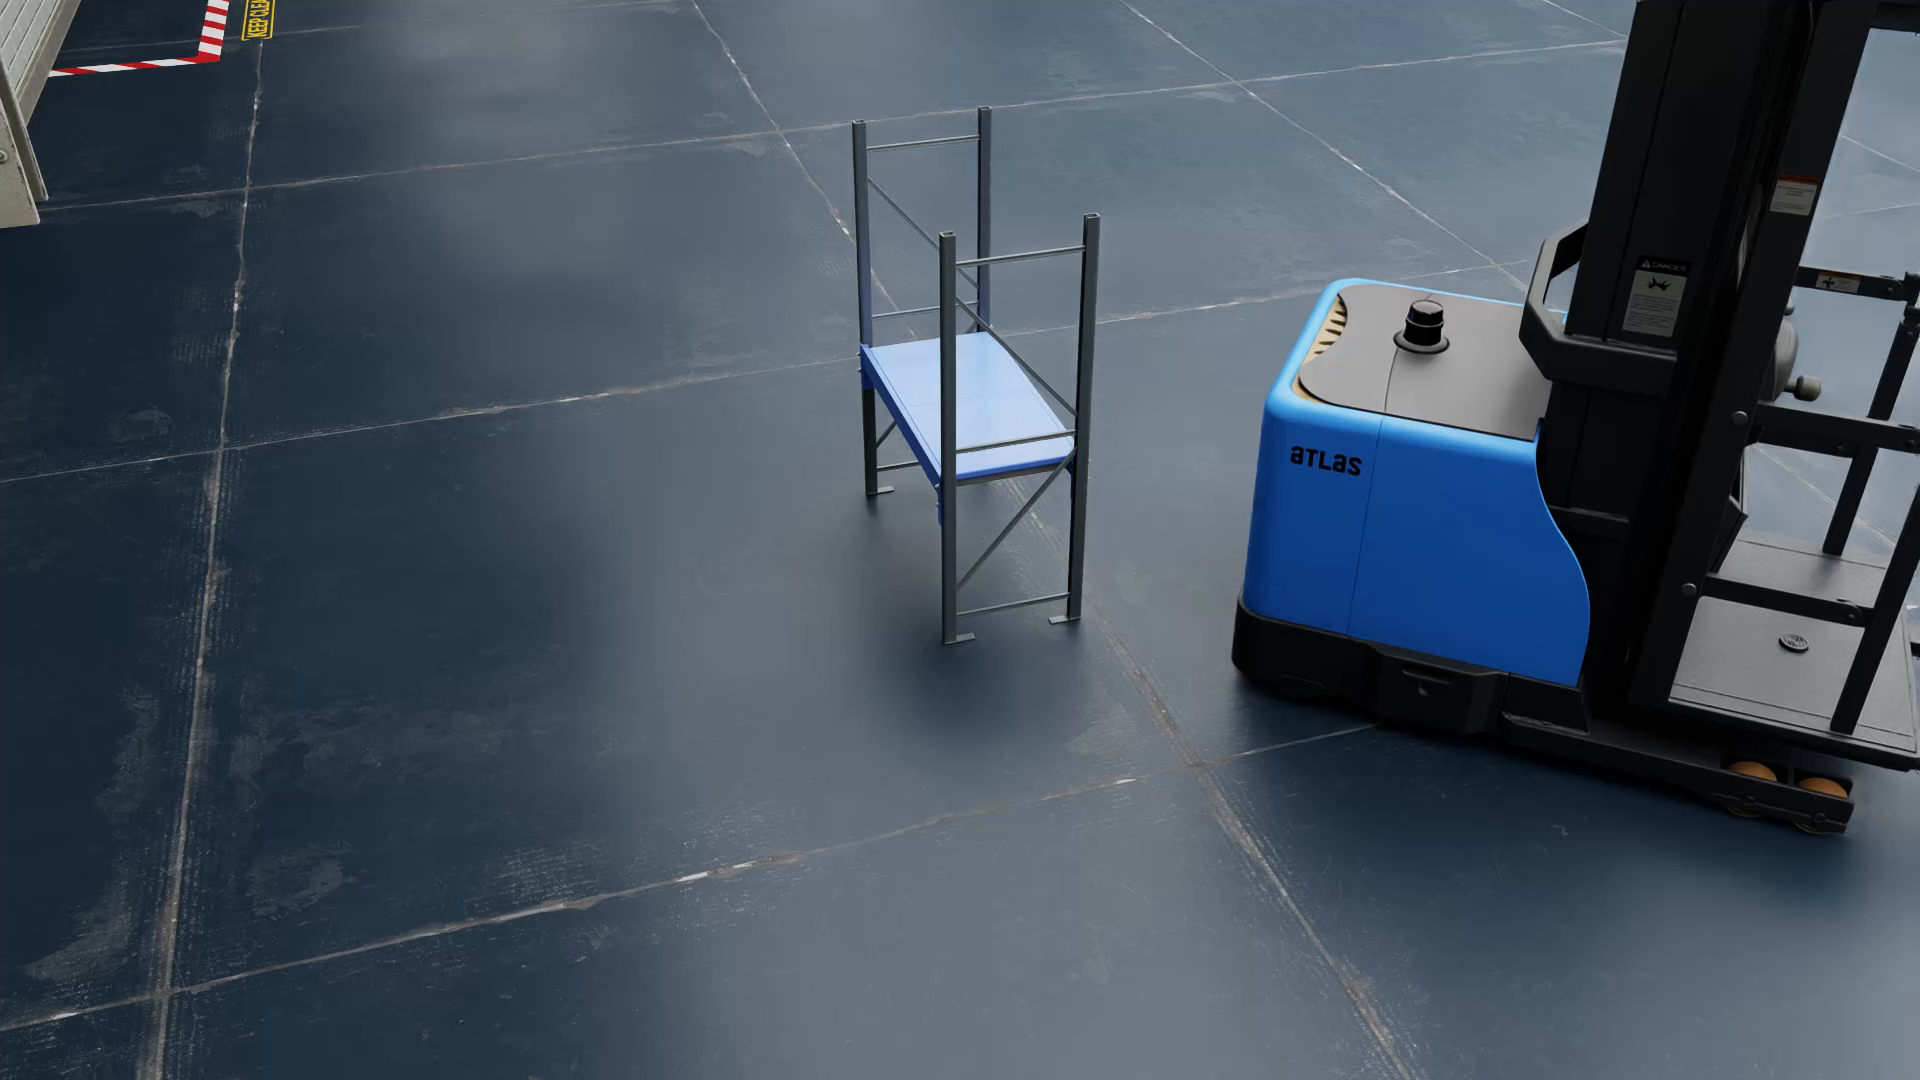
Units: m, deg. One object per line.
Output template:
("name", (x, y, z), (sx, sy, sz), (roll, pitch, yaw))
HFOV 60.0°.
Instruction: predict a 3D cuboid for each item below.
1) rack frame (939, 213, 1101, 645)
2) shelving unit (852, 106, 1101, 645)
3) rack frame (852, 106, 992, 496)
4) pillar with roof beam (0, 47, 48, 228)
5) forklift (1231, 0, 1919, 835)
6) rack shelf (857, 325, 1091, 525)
("rack frame", (0.181, -0.314, 5.365), (0.500, 1.500, 0.032), (-10, 35, -15))
("shelving unit", (0.026, -0.581, 5.769), (0.538, 1.500, 1.048), (-10, 35, -15))
("rack frame", (-0.129, -0.848, 6.173), (0.500, 1.500, 0.032), (-10, 35, -15))
("pillar with roof beam", (-0.969, -6.224, 7.507), (9.100, 9.000, 0.400), (-10, 35, -15))
("forklift", (2.469, -0.684, 4.627), (3.031, 2.935, 1.130), (13, 36, 18))
("rack shelf", (0.026, -0.431, 5.868), (0.538, 0.185, 1.000), (-10, 35, -15))
